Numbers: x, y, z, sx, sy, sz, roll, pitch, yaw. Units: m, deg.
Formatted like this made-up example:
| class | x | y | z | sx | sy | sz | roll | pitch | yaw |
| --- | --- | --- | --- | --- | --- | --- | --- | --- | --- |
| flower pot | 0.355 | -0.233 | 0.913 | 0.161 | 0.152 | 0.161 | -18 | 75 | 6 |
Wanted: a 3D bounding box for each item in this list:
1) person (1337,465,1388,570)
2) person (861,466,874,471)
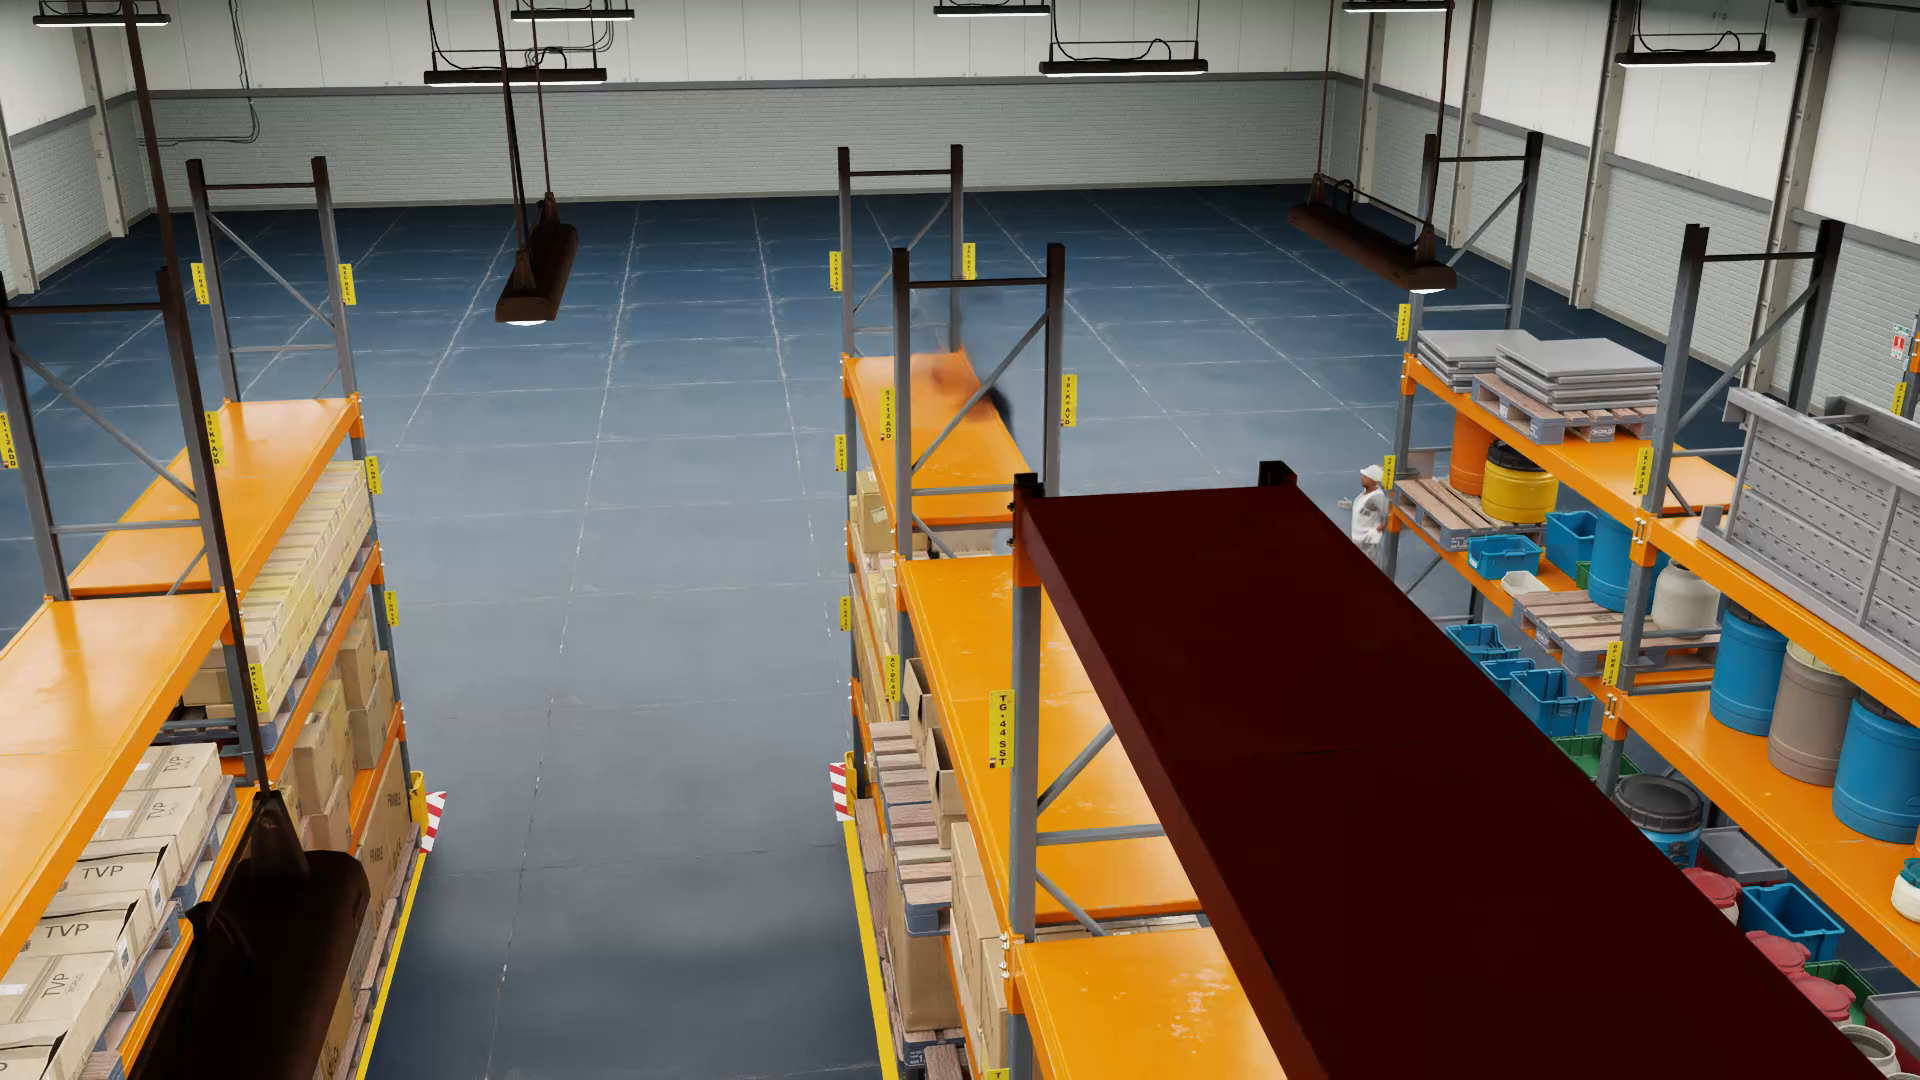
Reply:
| class | x | y | z | sx | sy | sz | roll | pitch | yaw |
| --- | --- | --- | --- | --- | --- | --- | --- | --- | --- |
| person | 4.695 | 0.008 | 19.178 | 0.775 | 1.835 | 0.664 | 7 | 23 | 17 |
| person | -0.955 | -0.019 | 19.357 | 0.578 | 1.738 | 0.720 | 9 | 23 | 21 |
